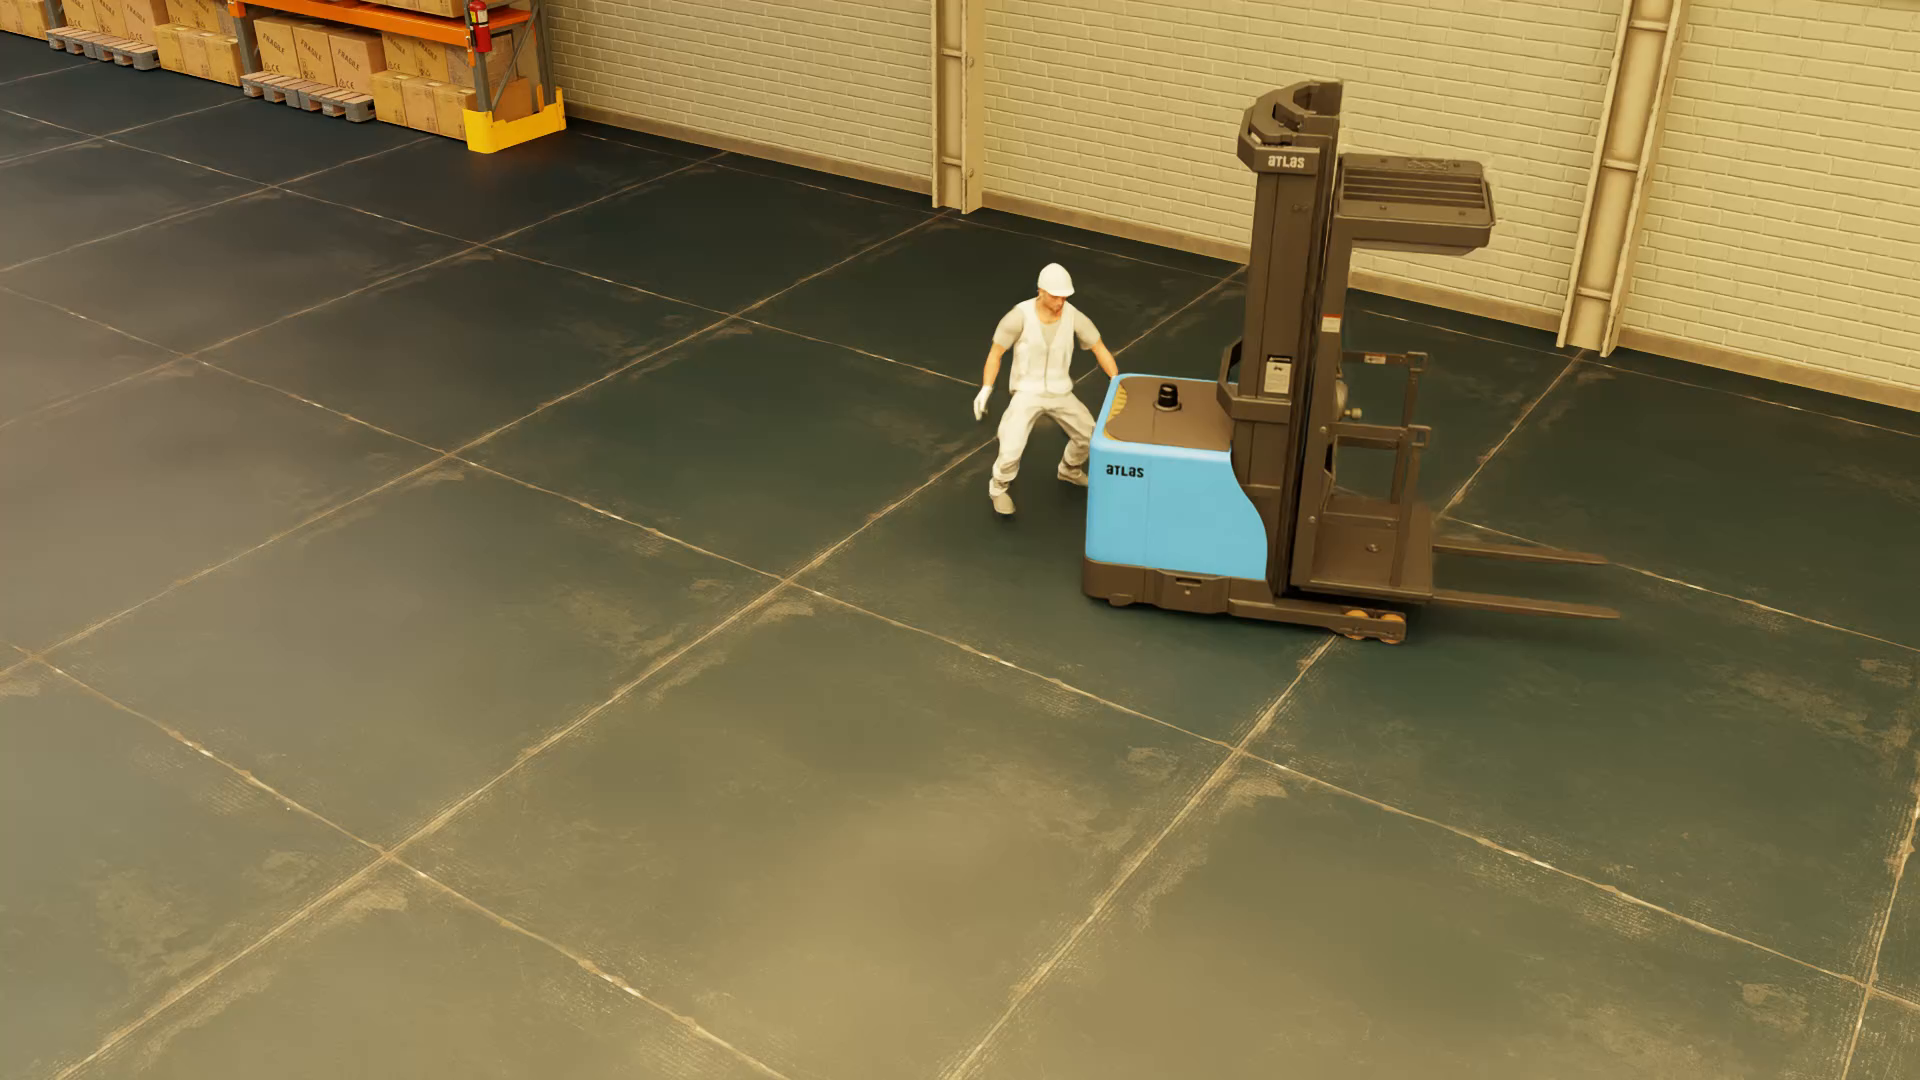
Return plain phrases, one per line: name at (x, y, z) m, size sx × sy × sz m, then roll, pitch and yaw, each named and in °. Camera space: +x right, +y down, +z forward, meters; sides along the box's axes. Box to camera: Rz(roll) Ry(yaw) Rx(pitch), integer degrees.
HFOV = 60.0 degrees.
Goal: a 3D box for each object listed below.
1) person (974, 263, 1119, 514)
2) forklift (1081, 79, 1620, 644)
person at (0.567, -0.952, 10.529) m, size 0.993 × 1.651 × 0.678 m, roll -6°, pitch 31°, yaw -11°
forklift at (2.292, -0.969, 9.250) m, size 3.031 × 2.935 × 1.130 m, roll 6°, pitch 31°, yaw 11°
